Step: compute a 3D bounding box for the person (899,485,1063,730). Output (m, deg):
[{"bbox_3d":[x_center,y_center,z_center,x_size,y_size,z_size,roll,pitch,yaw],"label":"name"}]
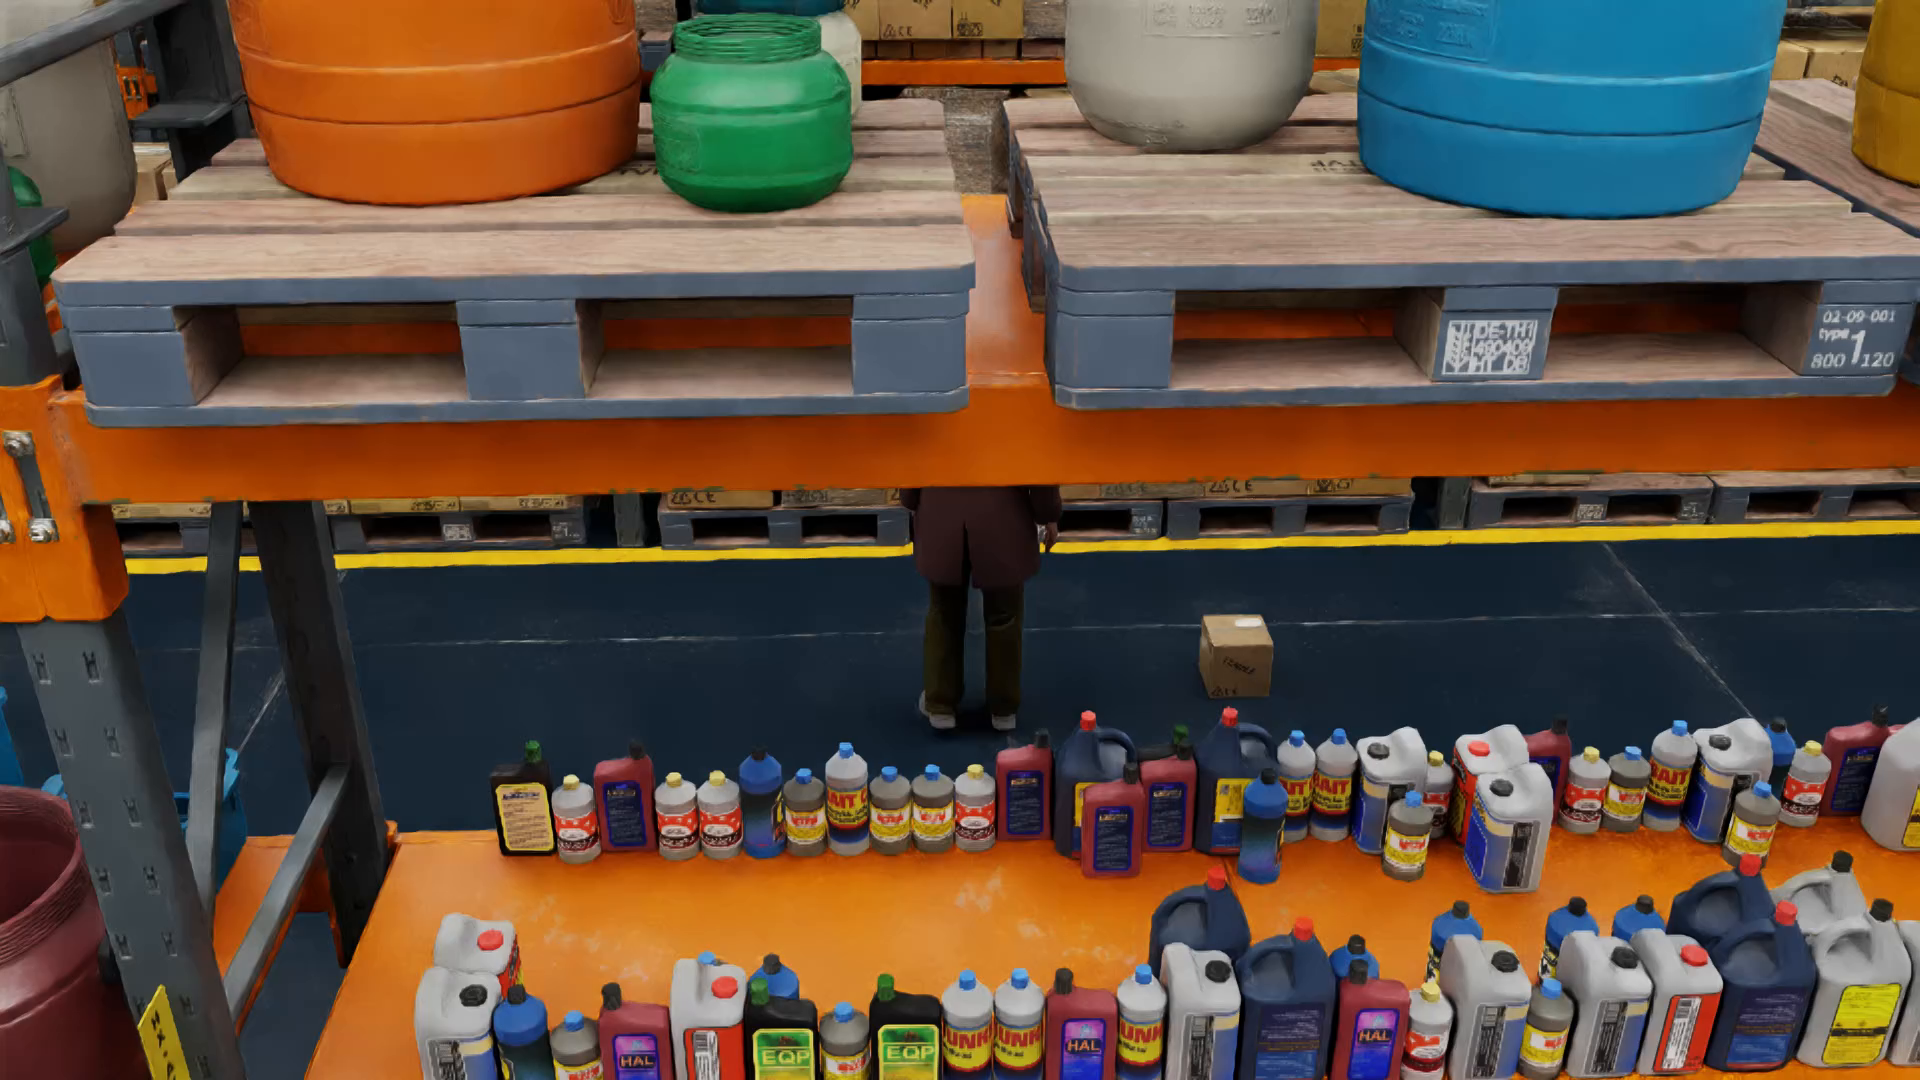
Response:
[{"bbox_3d":[0.078,-0.088,6.296,0.634,1.830,0.435,6,28,11],"label":"person"}]
